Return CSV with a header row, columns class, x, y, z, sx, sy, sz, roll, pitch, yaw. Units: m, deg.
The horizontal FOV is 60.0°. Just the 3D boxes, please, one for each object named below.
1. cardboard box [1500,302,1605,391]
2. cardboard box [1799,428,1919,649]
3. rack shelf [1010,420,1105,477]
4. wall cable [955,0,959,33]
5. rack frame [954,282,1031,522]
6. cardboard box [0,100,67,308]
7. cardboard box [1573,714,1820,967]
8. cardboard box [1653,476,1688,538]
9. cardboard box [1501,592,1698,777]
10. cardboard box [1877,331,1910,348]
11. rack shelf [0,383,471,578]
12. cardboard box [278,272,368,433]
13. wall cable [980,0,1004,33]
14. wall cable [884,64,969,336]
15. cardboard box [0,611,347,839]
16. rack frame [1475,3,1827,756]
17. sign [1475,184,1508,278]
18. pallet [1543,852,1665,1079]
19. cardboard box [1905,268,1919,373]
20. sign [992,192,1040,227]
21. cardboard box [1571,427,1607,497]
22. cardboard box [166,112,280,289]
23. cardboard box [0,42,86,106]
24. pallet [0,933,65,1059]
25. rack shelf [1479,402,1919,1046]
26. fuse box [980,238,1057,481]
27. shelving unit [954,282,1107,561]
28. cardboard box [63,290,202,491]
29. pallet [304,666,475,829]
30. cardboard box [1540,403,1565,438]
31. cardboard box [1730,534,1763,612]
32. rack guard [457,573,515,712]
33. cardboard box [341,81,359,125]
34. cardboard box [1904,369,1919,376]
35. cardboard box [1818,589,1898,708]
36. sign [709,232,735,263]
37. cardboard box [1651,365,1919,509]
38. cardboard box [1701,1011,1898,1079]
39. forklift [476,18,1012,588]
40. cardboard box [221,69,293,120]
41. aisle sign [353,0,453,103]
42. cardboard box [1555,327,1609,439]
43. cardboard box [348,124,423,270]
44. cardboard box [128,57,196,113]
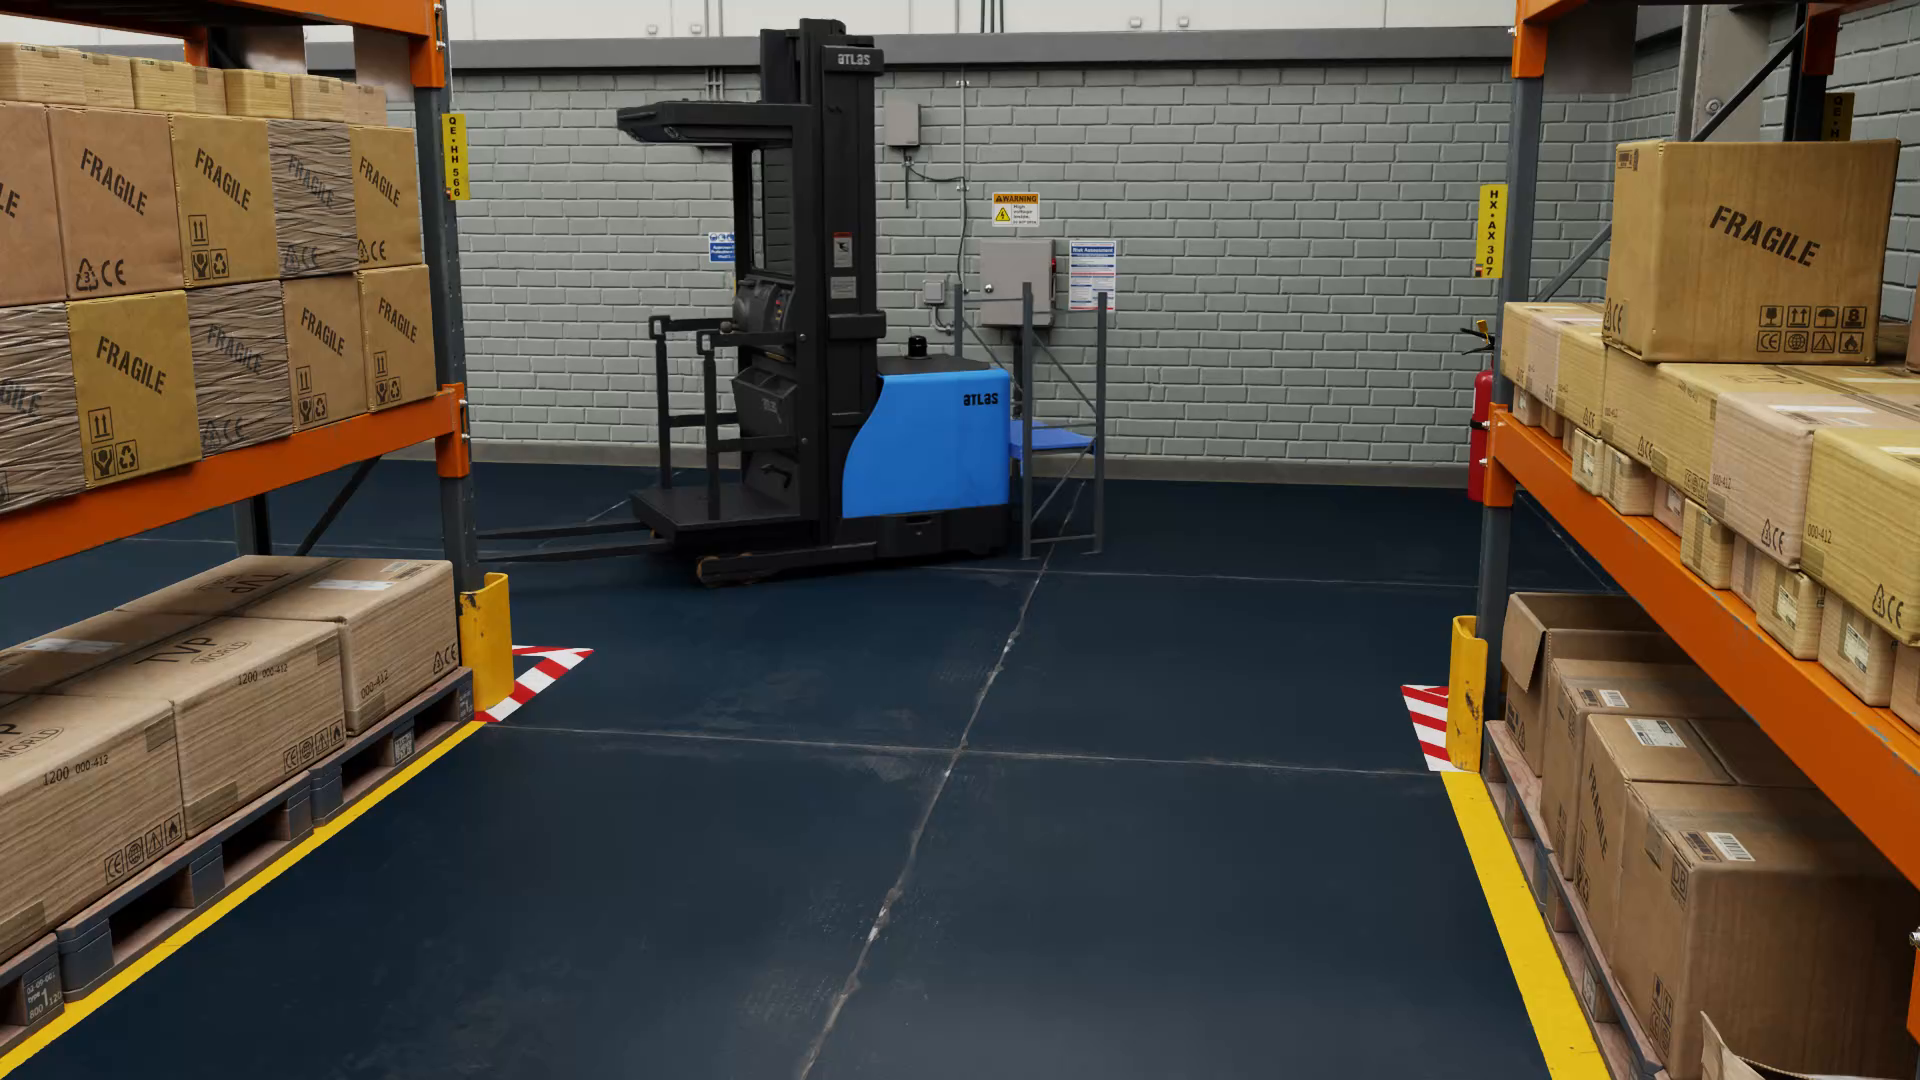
class,x,y,z,sx,sy,sz,roll,pitch,yaw
cardboard box,2.089,-0.641,5.497,0.500,0.250,0.500,2,12,9
cardboard box,1.647,-0.008,2.560,0.500,0.250,0.500,2,12,10
rack shelf,0.396,-0.562,9.897,0.538,0.185,1.000,-5,13,-22
wall cable,-1.141,-4.916,11.442,2.355,3.000,0.029,2,12,9
rack frame,0.202,-0.837,10.319,0.500,1.500,0.032,-5,13,-22
cardboard box,-2.609,-0.822,4.077,0.500,0.500,0.500,2,12,10
cardboard box,1.887,0.770,4.238,0.500,0.500,0.500,2,12,10
cardboard box,1.864,-0.094,3.907,0.380,0.149,0.250,2,12,9
cardboard box,2.237,0.485,5.553,0.797,0.503,0.637,1,12,6
cardboard box,2.455,-0.412,4.435,0.500,0.250,0.500,2,12,10
rack shelf,-2.788,-0.047,4.797,1.077,0.370,4.000,2,12,9
cardboard box,-2.385,-0.650,5.654,0.500,0.500,0.500,2,12,7
wall cable,1.606,-4.836,10.983,2.988,3.039,0.133,2,12,9
wall cable,-0.233,-2.442,11.794,0.588,1.984,0.122,2,12,9
cardboard box,-2.615,0.564,5.341,0.875,0.438,0.875,2,12,10
rack frame,2.425,-0.655,5.910,1.000,3.000,0.127,2,12,9
sign,1.889,-1.095,5.901,0.100,0.325,0.005,2,12,9
pallet,2.102,1.144,4.186,1.003,0.211,1.213,2,12,9
cardboard box,2.302,-0.562,3.351,0.500,0.500,0.500,2,12,7
sign,0.394,-2.339,11.768,0.339,0.242,0.001,2,12,9
cardboard box,1.856,-0.206,4.424,0.380,0.149,0.250,2,12,7
cardboard box,-2.450,-1.032,5.049,0.500,0.500,0.500,2,12,8
cardboard box,-2.538,-1.210,4.339,0.380,0.149,0.250,2,12,9
pallet,-2.901,1.225,3.806,1.003,0.211,1.213,2,12,9
rack shelf,2.117,0.113,4.054,1.077,0.370,4.000,2,12,9
fuse box,0.417,-1.261,11.782,0.539,1.711,0.414,2,12,9
shelving unit,0.396,-0.738,9.859,0.538,1.500,1.048,-5,13,-22
cardboard box,-2.521,-0.435,4.655,0.500,0.500,0.500,2,12,10
pallet,-2.526,0.718,6.163,1.003,0.211,1.213,2,12,9
cardboard box,2.110,-0.418,5.408,0.380,0.149,0.250,2,12,10
cardboard box,1.711,0.063,3.178,0.380,0.149,0.250,2,12,10
rack guard,-2.476,0.402,6.940,1.175,0.500,0.348,2,12,9
cardboard box,-2.353,-1.535,5.843,0.380,0.149,0.250,2,12,10
cardboard box,2.304,-0.200,3.453,0.500,0.250,0.500,2,12,10
cardboard box,1.628,0.171,2.674,0.380,0.149,0.250,2,12,10
sign,-1.674,-2.136,12.141,0.327,0.218,0.001,2,12,9
cardboard box,1.799,-0.216,3.526,0.500,0.250,0.500,2,12,8
cardboard box,1.660,1.110,3.218,0.396,0.266,0.258,2,12,11
forklift,-1.262,-1.306,9.098,3.031,2.935,1.130,-5,13,-24
cardboard box,-2.389,-1.427,5.344,0.380,0.149,0.250,2,12,10
aisle sign,-2.163,-2.090,6.402,0.394,0.787,0.004,2,12,9
cardboard box,1.937,-0.430,4.520,0.500,0.250,0.500,2,12,8
cardboard box,-2.319,-1.244,6.036,0.500,0.500,0.500,2,12,11
cardboard box,-2.480,-1.321,4.851,0.380,0.149,0.250,2,12,10
